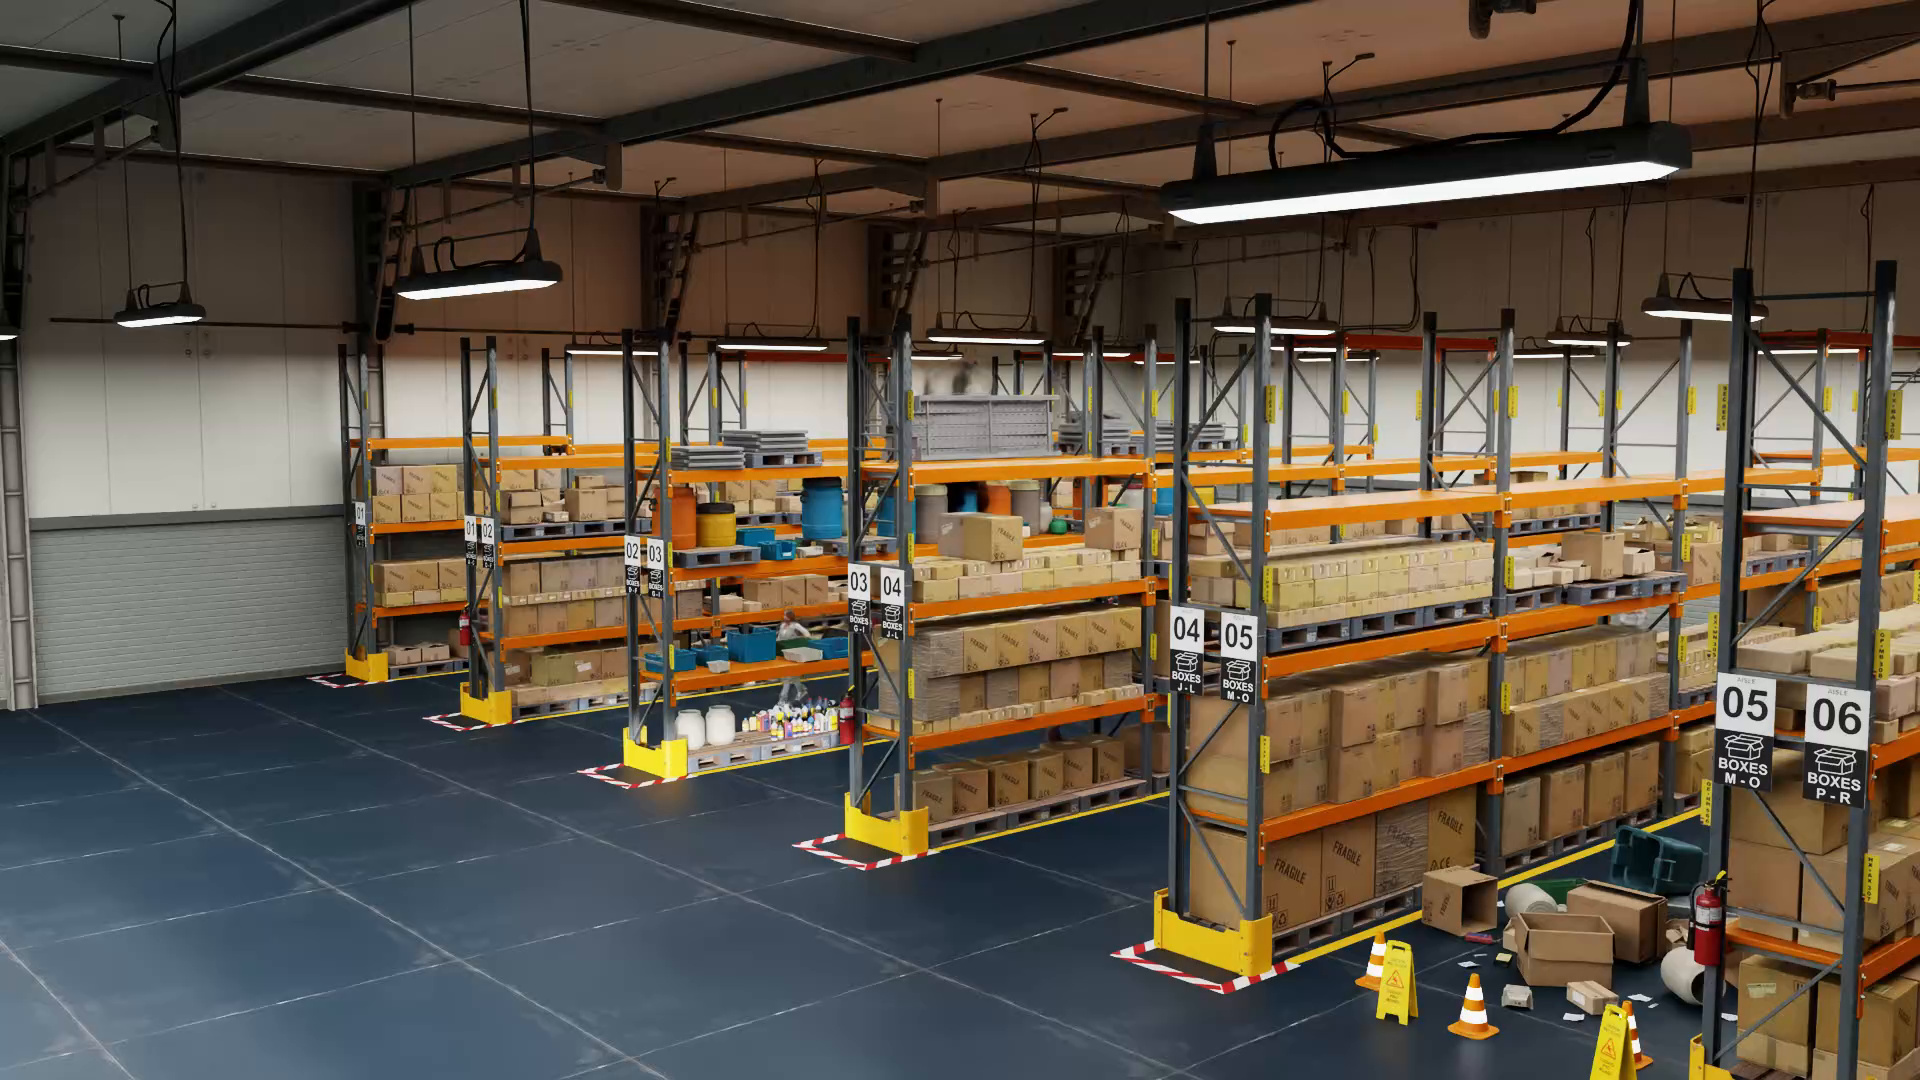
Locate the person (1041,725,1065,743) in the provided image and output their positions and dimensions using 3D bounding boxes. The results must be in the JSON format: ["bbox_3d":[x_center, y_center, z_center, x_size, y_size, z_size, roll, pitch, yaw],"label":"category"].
[{"bbox_3d":[1.223,2.260,22.597,0.658,1.725,0.950,4,6,37],"label":"person"}]

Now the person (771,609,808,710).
[{"bbox_3d":[-2.811,1.933,27.186,0.550,1.608,0.859,4,7,39],"label":"person"}]

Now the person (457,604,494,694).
[{"bbox_3d":[-8.225,1.842,28.197,0.739,1.605,0.933,1,5,14],"label":"person"}]

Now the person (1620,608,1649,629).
[{"bbox_3d":[12.428,1.554,30.730,0.691,1.795,0.978,0,5,-4],"label":"person"}]
